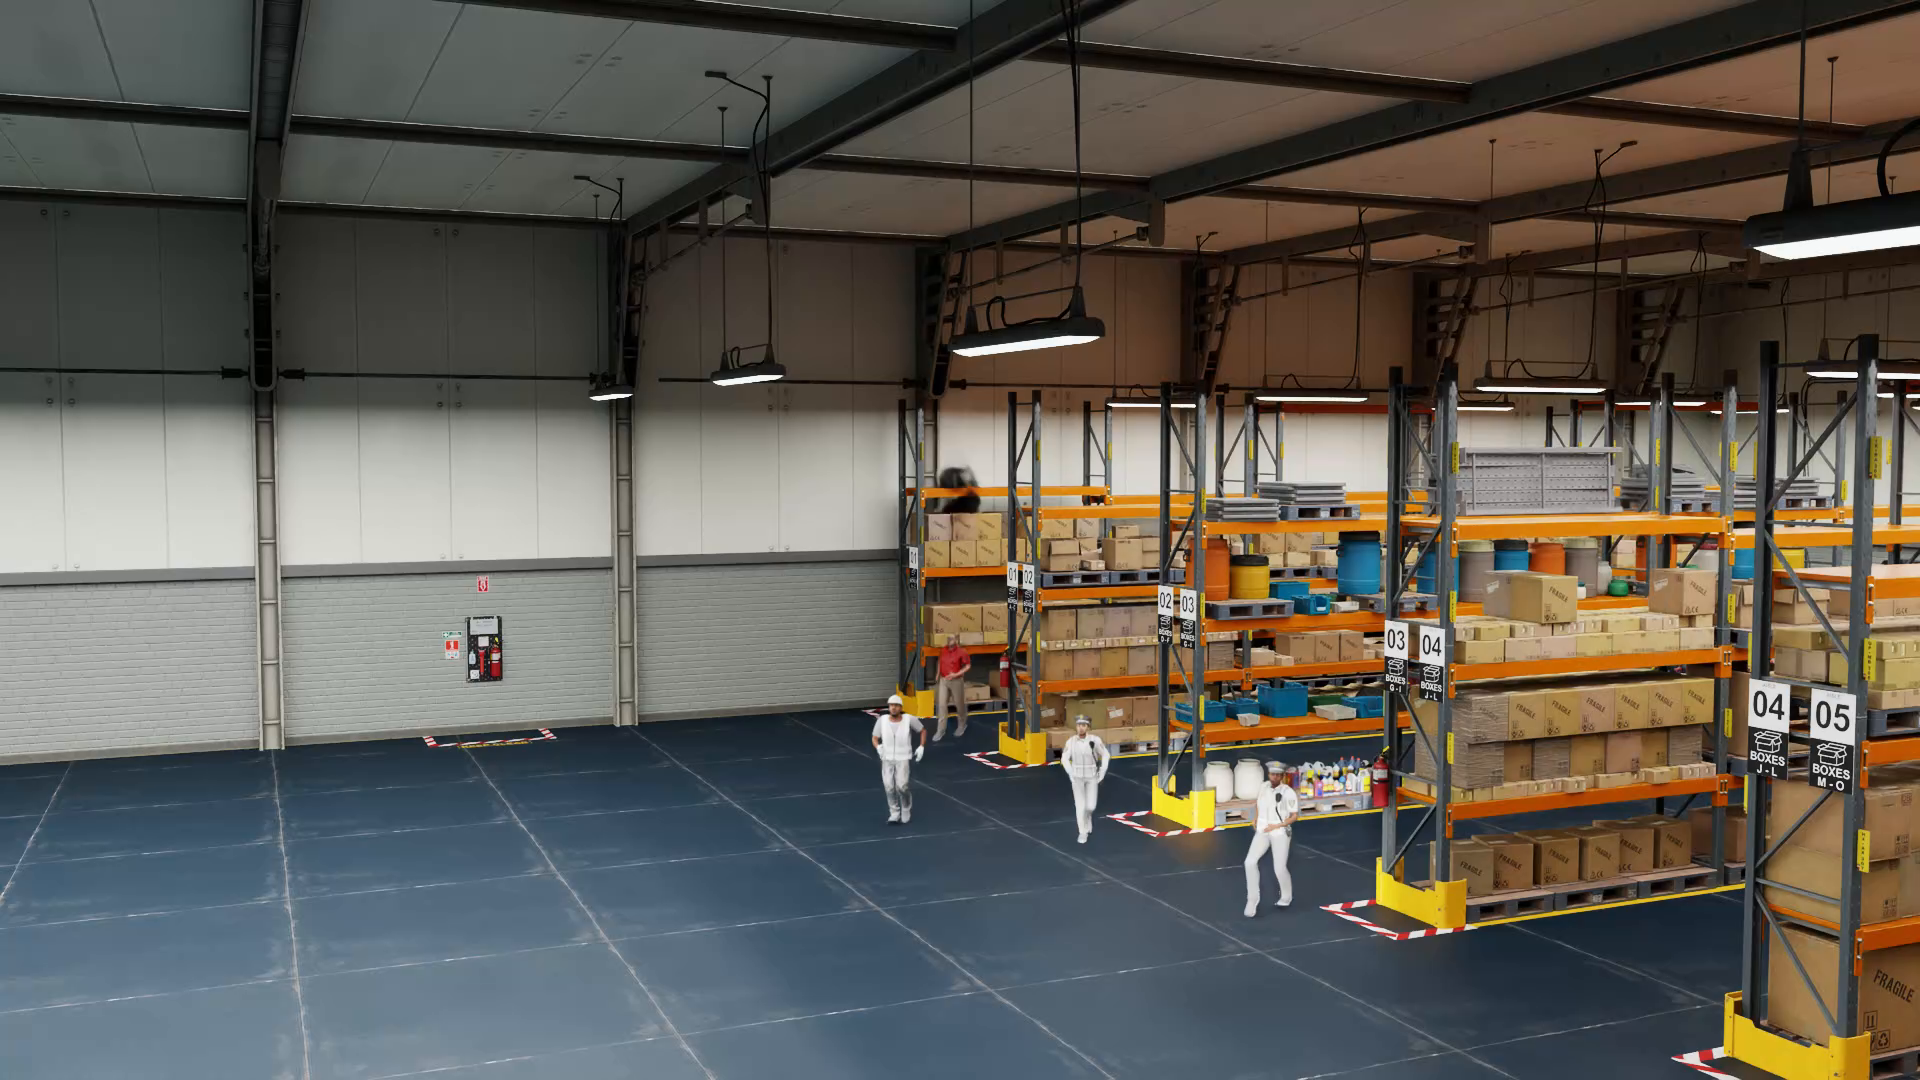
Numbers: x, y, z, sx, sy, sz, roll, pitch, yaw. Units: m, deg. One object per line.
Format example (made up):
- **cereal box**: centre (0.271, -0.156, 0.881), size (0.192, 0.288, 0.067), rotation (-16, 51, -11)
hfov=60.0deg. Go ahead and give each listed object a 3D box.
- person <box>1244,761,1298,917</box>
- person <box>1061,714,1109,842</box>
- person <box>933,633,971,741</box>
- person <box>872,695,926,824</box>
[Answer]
- **person**: centre (3.454, 3.265, 18.285), size (0.581, 1.726, 0.700), rotation (2, 4, 37)
- **person**: centre (1.613, 3.081, 21.521), size (0.625, 1.663, 0.469), rotation (0, 3, 7)
- **person**: centre (-0.131, 2.415, 27.613), size (0.667, 1.767, 0.894), rotation (2, 4, 26)
- **person**: centre (-0.847, 2.969, 22.399), size (0.721, 1.759, 0.638), rotation (1, 3, 9)
